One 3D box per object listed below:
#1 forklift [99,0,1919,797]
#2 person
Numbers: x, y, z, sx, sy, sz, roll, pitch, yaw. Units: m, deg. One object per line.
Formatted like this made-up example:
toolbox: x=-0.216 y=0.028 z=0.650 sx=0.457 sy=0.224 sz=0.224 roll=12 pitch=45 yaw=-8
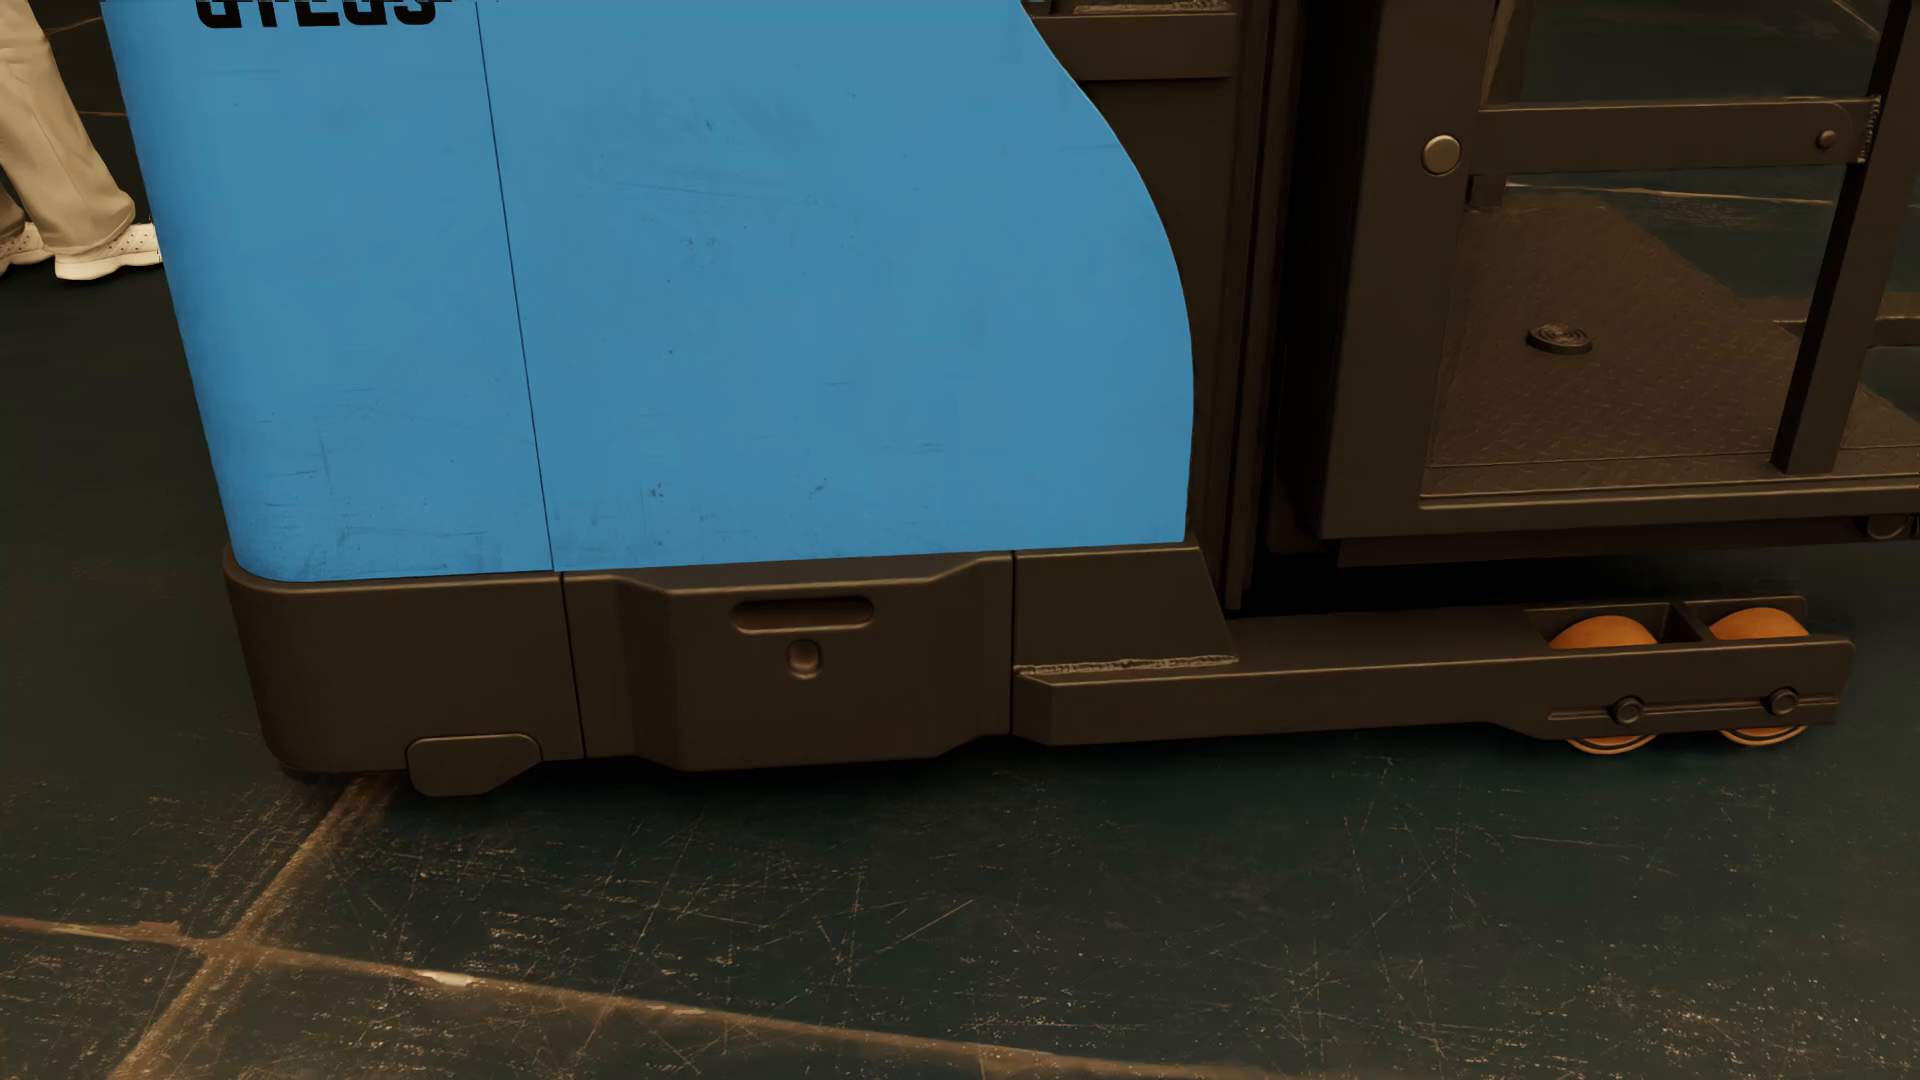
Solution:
forklift: x=0.652 y=-1.274 z=1.776 sx=3.031 sy=2.935 sz=1.130 roll=-3 pitch=29 yaw=-5
person: x=-2.001 y=-1.312 z=3.126 sx=0.544 sy=1.675 sz=0.550 roll=15 pitch=32 yaw=25
